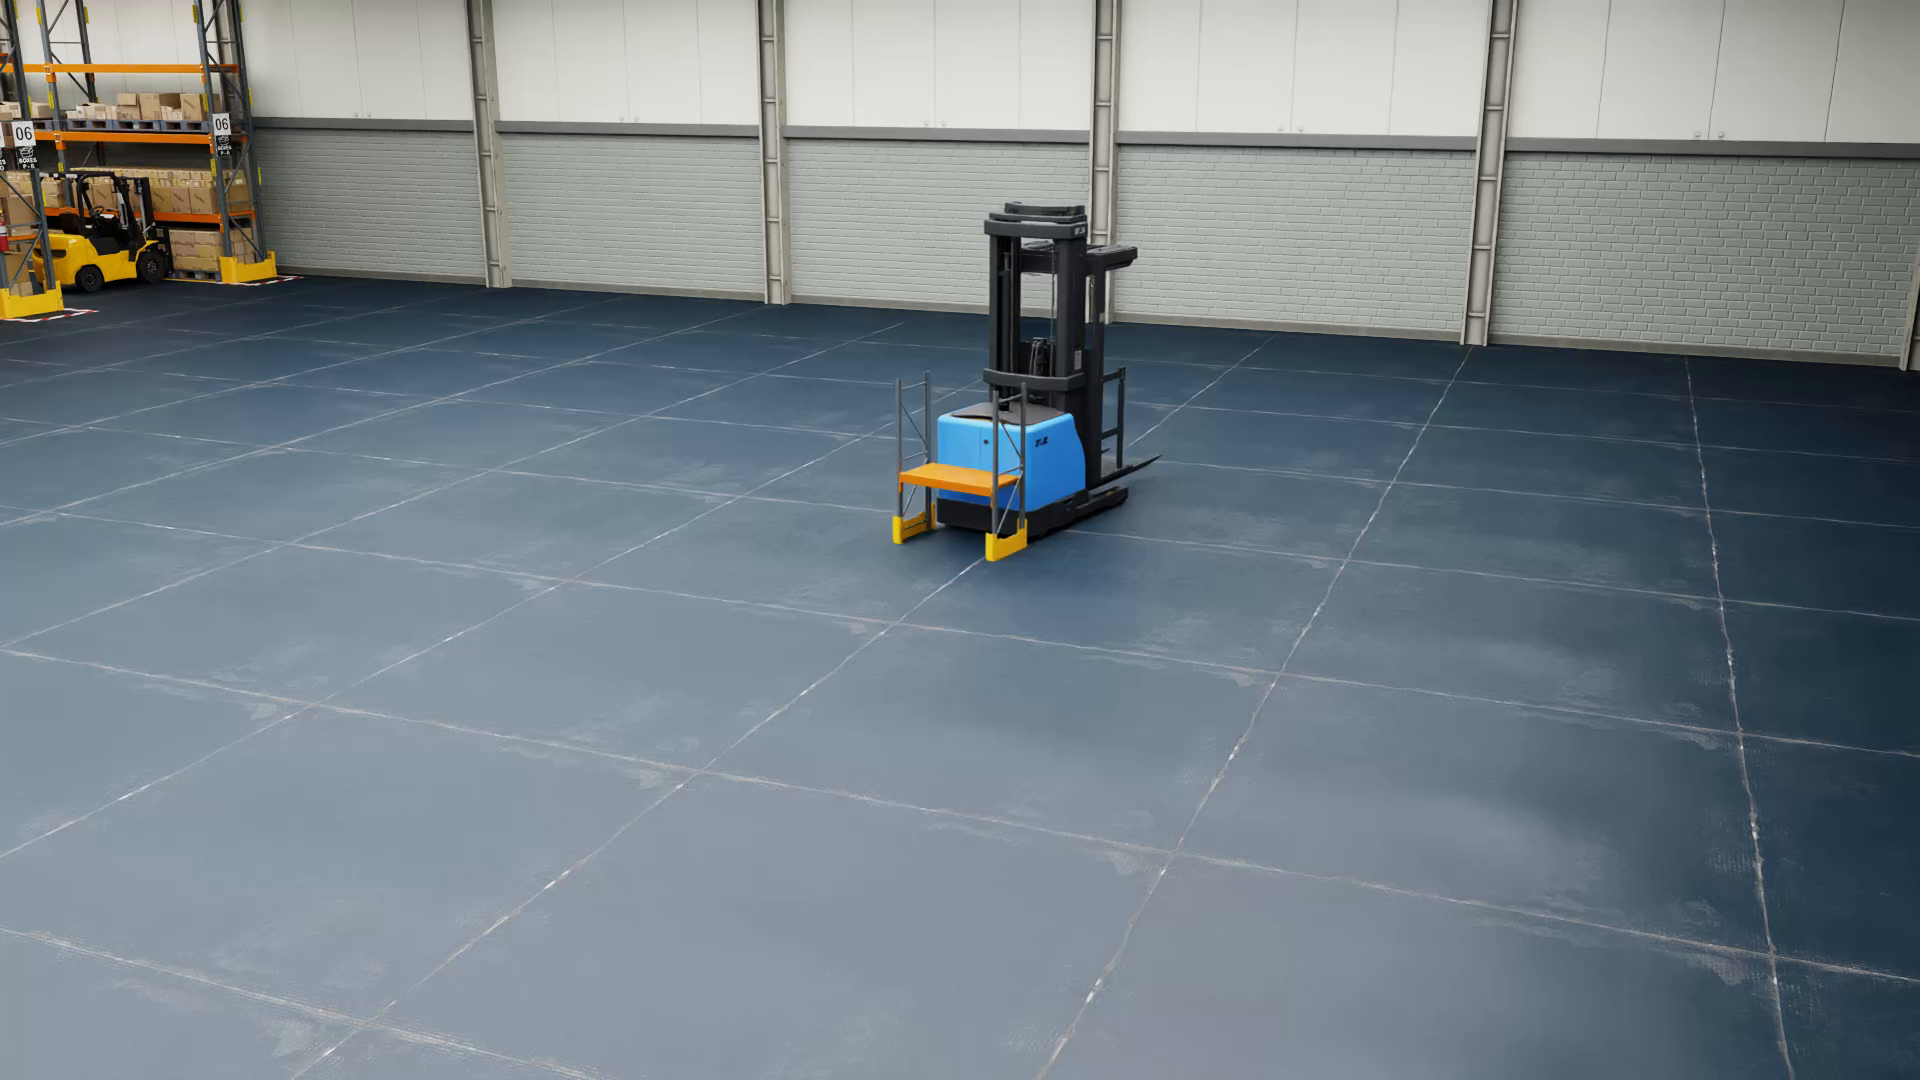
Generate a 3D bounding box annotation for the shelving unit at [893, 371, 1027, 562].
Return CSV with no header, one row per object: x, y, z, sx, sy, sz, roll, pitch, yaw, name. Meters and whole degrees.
-0.002,-0.678,14.819,1.083,1.500,0.587,10,19,32,shelving unit

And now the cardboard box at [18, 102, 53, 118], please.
-18.583,-8.678,33.532,0.500,0.311,0.500,6,17,19,cardboard box

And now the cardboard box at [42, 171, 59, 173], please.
-18.777,-7.558,34.486,0.250,0.149,0.380,6,17,20,cardboard box

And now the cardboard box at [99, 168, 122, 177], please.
-16.914,-7.332,33.174,0.250,0.149,0.380,7,17,22,cardboard box

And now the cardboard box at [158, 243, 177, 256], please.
-15.618,-5.802,33.060,0.500,0.250,0.500,6,17,19,cardboard box

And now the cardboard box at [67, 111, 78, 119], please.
-17.515,-8.464,33.088,0.250,0.149,0.380,7,17,22,cardboard box

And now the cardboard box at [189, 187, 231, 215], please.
-14.654,-6.641,32.488,0.500,0.500,0.500,6,17,19,cardboard box

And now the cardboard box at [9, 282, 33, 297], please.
-16.566,-4.358,28.984,0.500,0.250,0.500,6,17,20,cardboard box

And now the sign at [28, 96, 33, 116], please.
-15.718,-7.324,28.072,0.005,0.325,0.100,6,17,21,sign

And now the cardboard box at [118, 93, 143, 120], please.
-16.047,-8.533,32.687,0.637,0.503,0.797,7,18,22,cardboard box

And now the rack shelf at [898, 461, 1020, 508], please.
0.006,-0.504,14.864,1.000,0.185,0.538,10,19,32,rack shelf

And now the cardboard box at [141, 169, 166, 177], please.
-15.939,-7.250,32.891,0.250,0.149,0.380,7,17,21,cardboard box

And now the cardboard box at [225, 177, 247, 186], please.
-14.320,-7.072,32.810,0.250,0.149,0.380,6,17,19,cardboard box

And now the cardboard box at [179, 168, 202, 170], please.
-15.295,-7.311,33.100,0.250,0.149,0.380,7,18,22,cardboard box

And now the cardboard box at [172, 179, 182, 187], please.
-15.219,-7.022,32.638,0.250,0.149,0.380,6,17,20,cardboard box

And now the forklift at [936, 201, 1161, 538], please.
1.005,-1.784,16.061,1.130,2.935,3.031,10,19,32,forklift

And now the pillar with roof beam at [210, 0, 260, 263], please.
-15.996,-8.680,28.932,0.400,9.000,9.100,6,17,21,pillar with roof beam

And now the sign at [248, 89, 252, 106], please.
-13.890,-8.652,32.506,0.005,0.325,0.100,6,17,21,sign

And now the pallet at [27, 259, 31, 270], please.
-19.659,-5.870,35.015,1.213,0.211,1.003,6,17,21,pallet

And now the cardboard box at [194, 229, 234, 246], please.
-14.642,-5.938,32.632,0.500,0.250,0.500,7,18,22,cardboard box

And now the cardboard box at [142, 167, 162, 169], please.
-16.233,-7.428,33.504,0.250,0.149,0.380,6,17,20,cardboard box

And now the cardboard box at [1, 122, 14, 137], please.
-16.287,-6.954,28.104,0.500,0.250,0.500,6,17,20,cardboard box

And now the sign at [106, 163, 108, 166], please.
-17.618,-7.617,34.337,0.005,0.325,0.100,6,17,21,sign

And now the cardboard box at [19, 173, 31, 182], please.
-18.968,-7.409,33.973,0.250,0.149,0.380,6,17,19,cardboard box

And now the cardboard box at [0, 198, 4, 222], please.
-16.523,-5.498,28.017,0.500,0.500,0.500,6,17,20,cardboard box

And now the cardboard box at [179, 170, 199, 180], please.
-15.004,-7.132,32.483,0.250,0.149,0.380,7,17,22,cardboard box

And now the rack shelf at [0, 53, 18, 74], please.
-17.778,-8.061,28.097,4.000,0.370,1.077,6,17,21,rack shelf

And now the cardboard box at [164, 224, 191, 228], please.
-15.879,-6.228,33.633,0.500,0.250,0.500,6,17,20,cardboard box

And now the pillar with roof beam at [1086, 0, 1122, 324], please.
0.748,-6.839,22.589,0.400,9.000,9.100,6,17,21,pillar with roof beam

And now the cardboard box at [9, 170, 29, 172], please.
-19.730,-7.655,34.820,0.250,0.149,0.380,7,18,22,cardboard box

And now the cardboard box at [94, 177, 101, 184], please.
-17.127,-7.233,33.364,0.250,0.149,0.380,6,17,21,cardboard box

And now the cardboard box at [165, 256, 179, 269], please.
-15.574,-5.565,33.140,0.500,0.250,0.500,6,17,21,cardboard box

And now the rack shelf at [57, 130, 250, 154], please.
-15.960,-7.910,32.950,4.000,0.370,1.077,6,17,21,rack shelf

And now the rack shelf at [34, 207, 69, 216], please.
-19.681,-6.879,34.778,4.000,0.370,1.077,6,17,21,rack shelf

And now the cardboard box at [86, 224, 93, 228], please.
-17.486,-6.250,33.707,0.500,0.250,0.500,6,17,20,cardboard box

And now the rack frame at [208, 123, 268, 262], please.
-14.100,-6.610,32.563,0.127,3.000,1.000,6,17,21,rack frame

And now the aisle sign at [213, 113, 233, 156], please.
-14.146,-7.776,31.915,0.004,0.787,0.394,6,17,21,aisle sign

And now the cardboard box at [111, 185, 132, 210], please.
-16.542,-6.854,33.223,0.500,0.500,0.500,6,17,20,cardboard box

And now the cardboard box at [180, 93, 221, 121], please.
-14.601,-8.331,31.997,0.500,0.500,0.500,7,18,22,cardboard box

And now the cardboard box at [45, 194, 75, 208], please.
-18.385,-6.931,33.938,0.500,0.250,0.500,7,17,22,cardboard box

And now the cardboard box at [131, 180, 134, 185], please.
-16.190,-7.115,32.959,0.250,0.149,0.380,6,17,19,cardboard box

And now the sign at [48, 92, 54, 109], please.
-18.011,-8.718,32.951,0.005,0.325,0.100,6,17,21,sign

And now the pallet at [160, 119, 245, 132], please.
-14.748,-8.087,32.430,1.213,0.211,1.003,6,17,21,pallet

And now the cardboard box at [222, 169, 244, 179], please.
-14.334,-7.202,32.727,0.250,0.149,0.380,6,17,20,cardboard box
